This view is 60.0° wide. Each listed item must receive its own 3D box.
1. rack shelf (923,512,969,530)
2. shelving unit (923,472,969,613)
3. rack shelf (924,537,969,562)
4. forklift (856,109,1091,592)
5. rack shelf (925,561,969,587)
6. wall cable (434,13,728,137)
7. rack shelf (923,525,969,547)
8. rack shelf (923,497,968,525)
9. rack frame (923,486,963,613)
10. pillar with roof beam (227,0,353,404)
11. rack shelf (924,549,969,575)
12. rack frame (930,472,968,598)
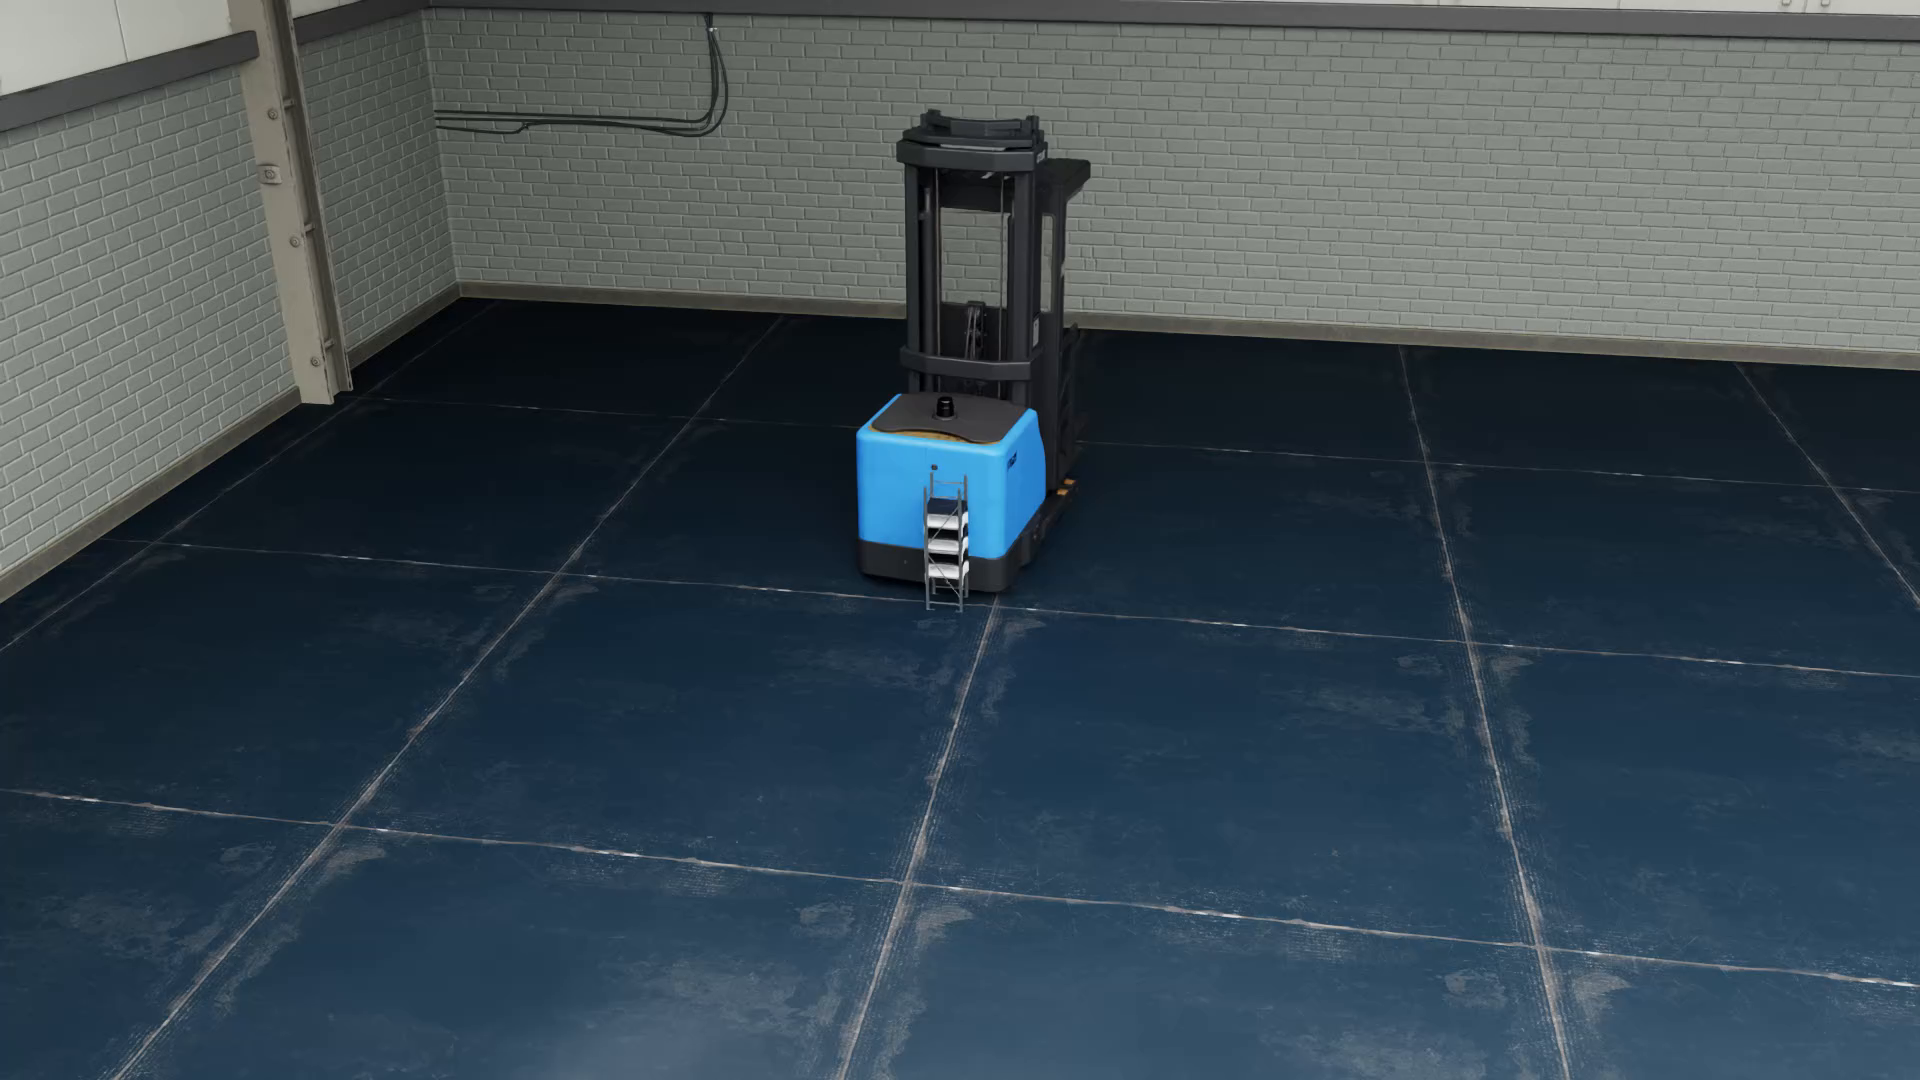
[{"bbox_3d":[-0.089,-0.107,10.602,0.258,0.077,0.200,5,29,10],"label":"rack shelf"},{"bbox_3d":[-0.087,0.022,10.672,0.258,0.900,0.210,5,29,10],"label":"shelving unit"},{"bbox_3d":[-0.087,0.051,10.687,0.258,0.077,0.200,5,29,10],"label":"rack shelf"},{"bbox_3d":[0.259,-1.587,11.727,1.130,2.935,3.031,8,26,17],"label":"forklift"},{"bbox_3d":[-0.085,0.210,10.773,0.258,0.077,0.200,5,29,10],"label":"rack shelf"},{"bbox_3d":[-3.734,-5.067,15.668,3.097,2.526,0.112,4,25,9],"label":"wall cable"},{"bbox_3d":[-0.088,-0.028,10.645,0.258,0.077,0.200,5,29,10],"label":"rack shelf"},{"bbox_3d":[-0.090,-0.186,10.559,0.258,0.077,0.200,5,29,10],"label":"rack shelf"},{"bbox_3d":[-0.106,0.070,10.584,0.240,0.900,0.006,5,29,10],"label":"rack frame"},{"bbox_3d":[-1.273,-5.035,11.936,9.100,9.000,0.400,4,25,9],"label":"pillar with roof beam"},{"bbox_3d":[-0.086,0.131,10.730,0.258,0.077,0.200,5,29,10],"label":"rack shelf"},{"bbox_3d":[-0.068,-0.026,10.759,0.240,0.900,0.006,5,29,10],"label":"rack frame"}]
